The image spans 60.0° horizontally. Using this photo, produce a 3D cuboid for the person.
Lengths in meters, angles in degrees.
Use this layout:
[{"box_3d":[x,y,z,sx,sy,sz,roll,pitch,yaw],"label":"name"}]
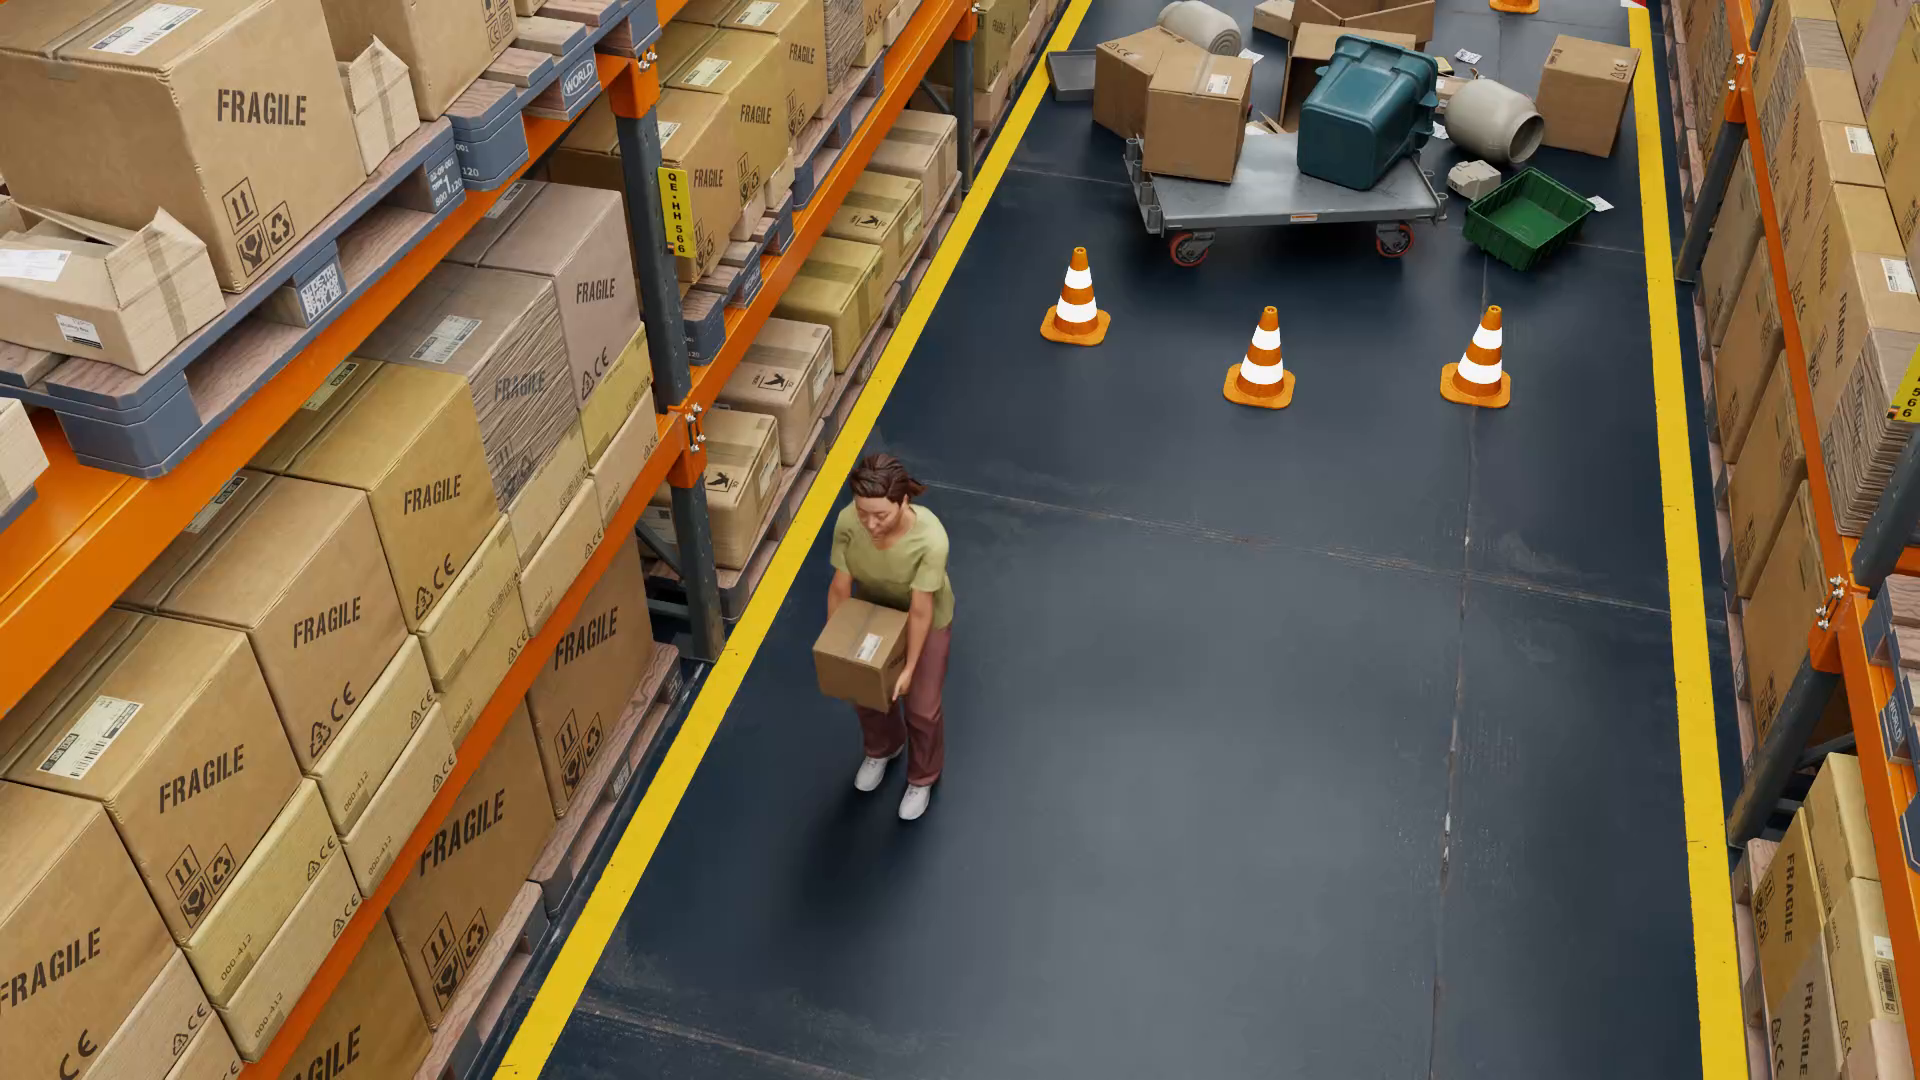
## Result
[{"box_3d":[-0.236,0.336,5.804,0.407,1.644,0.527,16,44,18],"label":"person"}]
